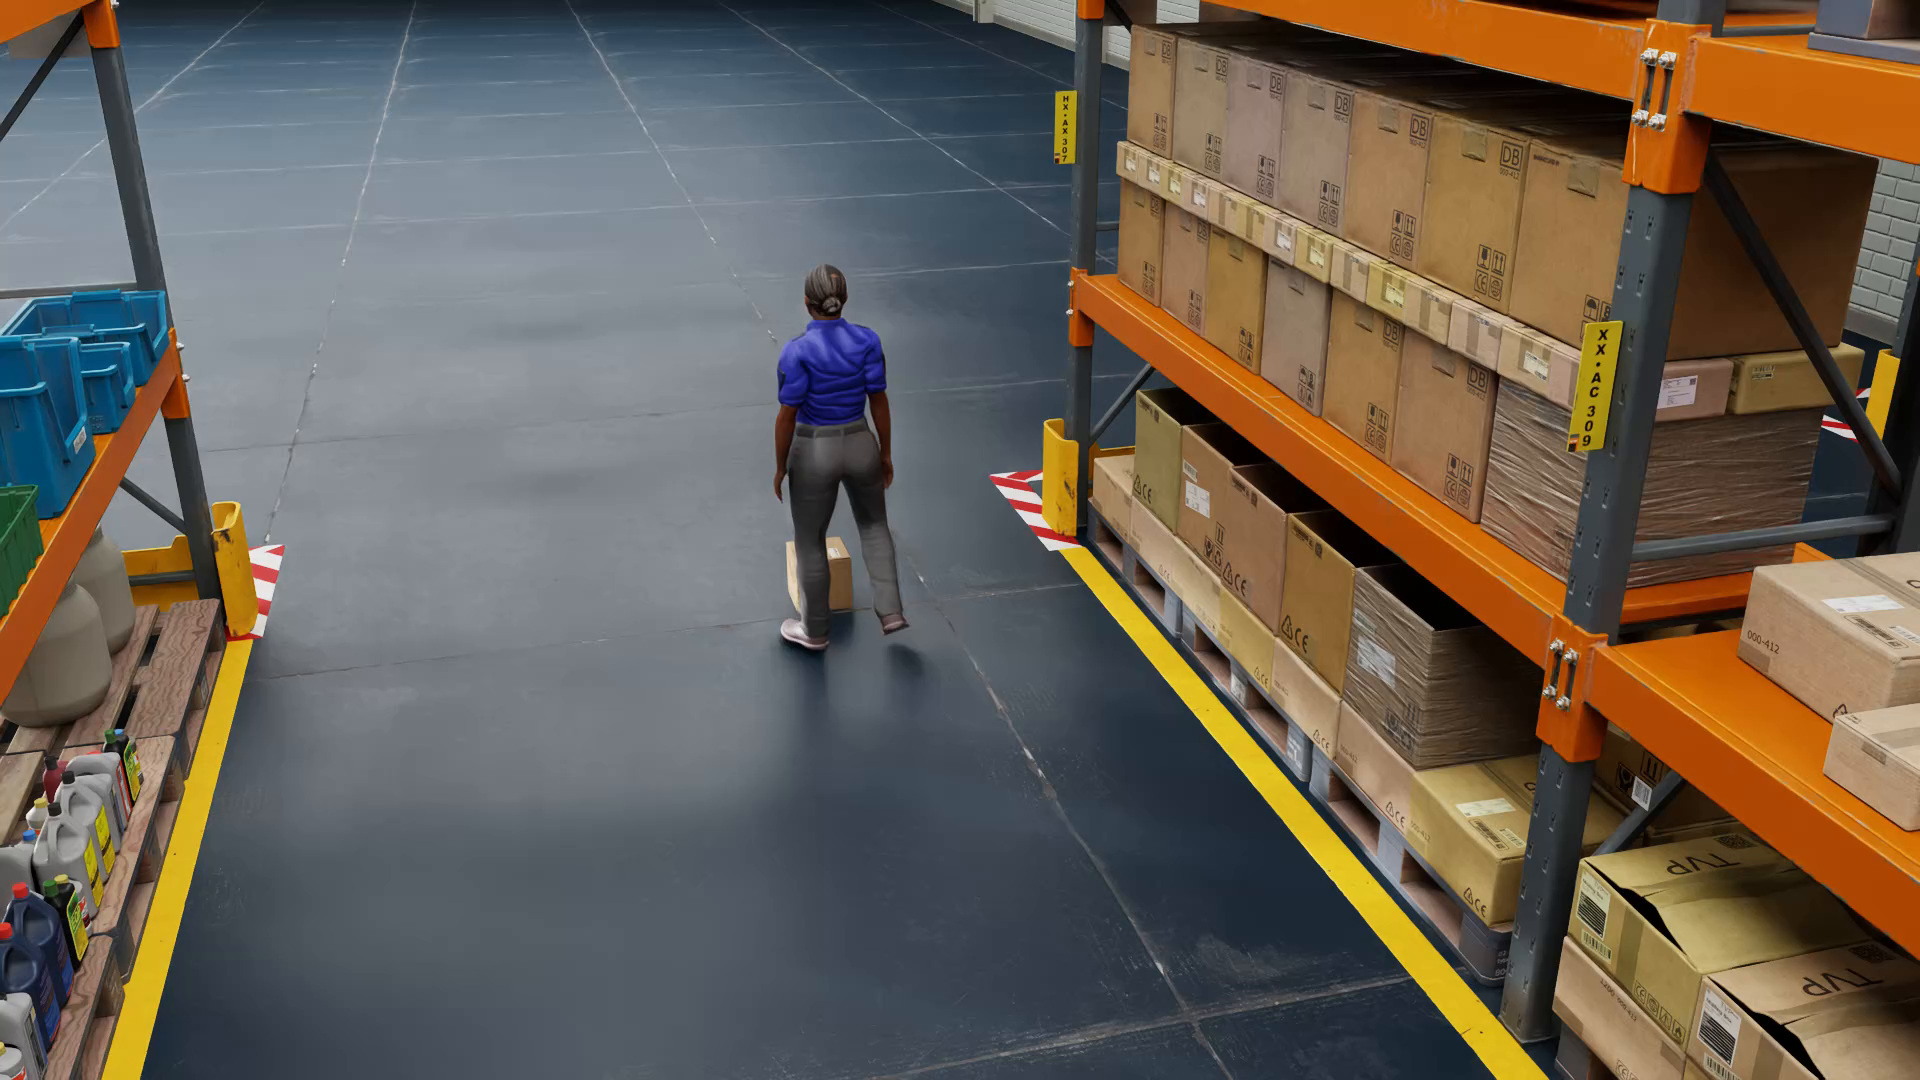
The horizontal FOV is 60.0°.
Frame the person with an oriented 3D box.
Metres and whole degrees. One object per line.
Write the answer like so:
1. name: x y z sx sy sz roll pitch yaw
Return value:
1. person: -0.497 -0.322 6.803 0.542 1.663 0.484 -11 25 -24
